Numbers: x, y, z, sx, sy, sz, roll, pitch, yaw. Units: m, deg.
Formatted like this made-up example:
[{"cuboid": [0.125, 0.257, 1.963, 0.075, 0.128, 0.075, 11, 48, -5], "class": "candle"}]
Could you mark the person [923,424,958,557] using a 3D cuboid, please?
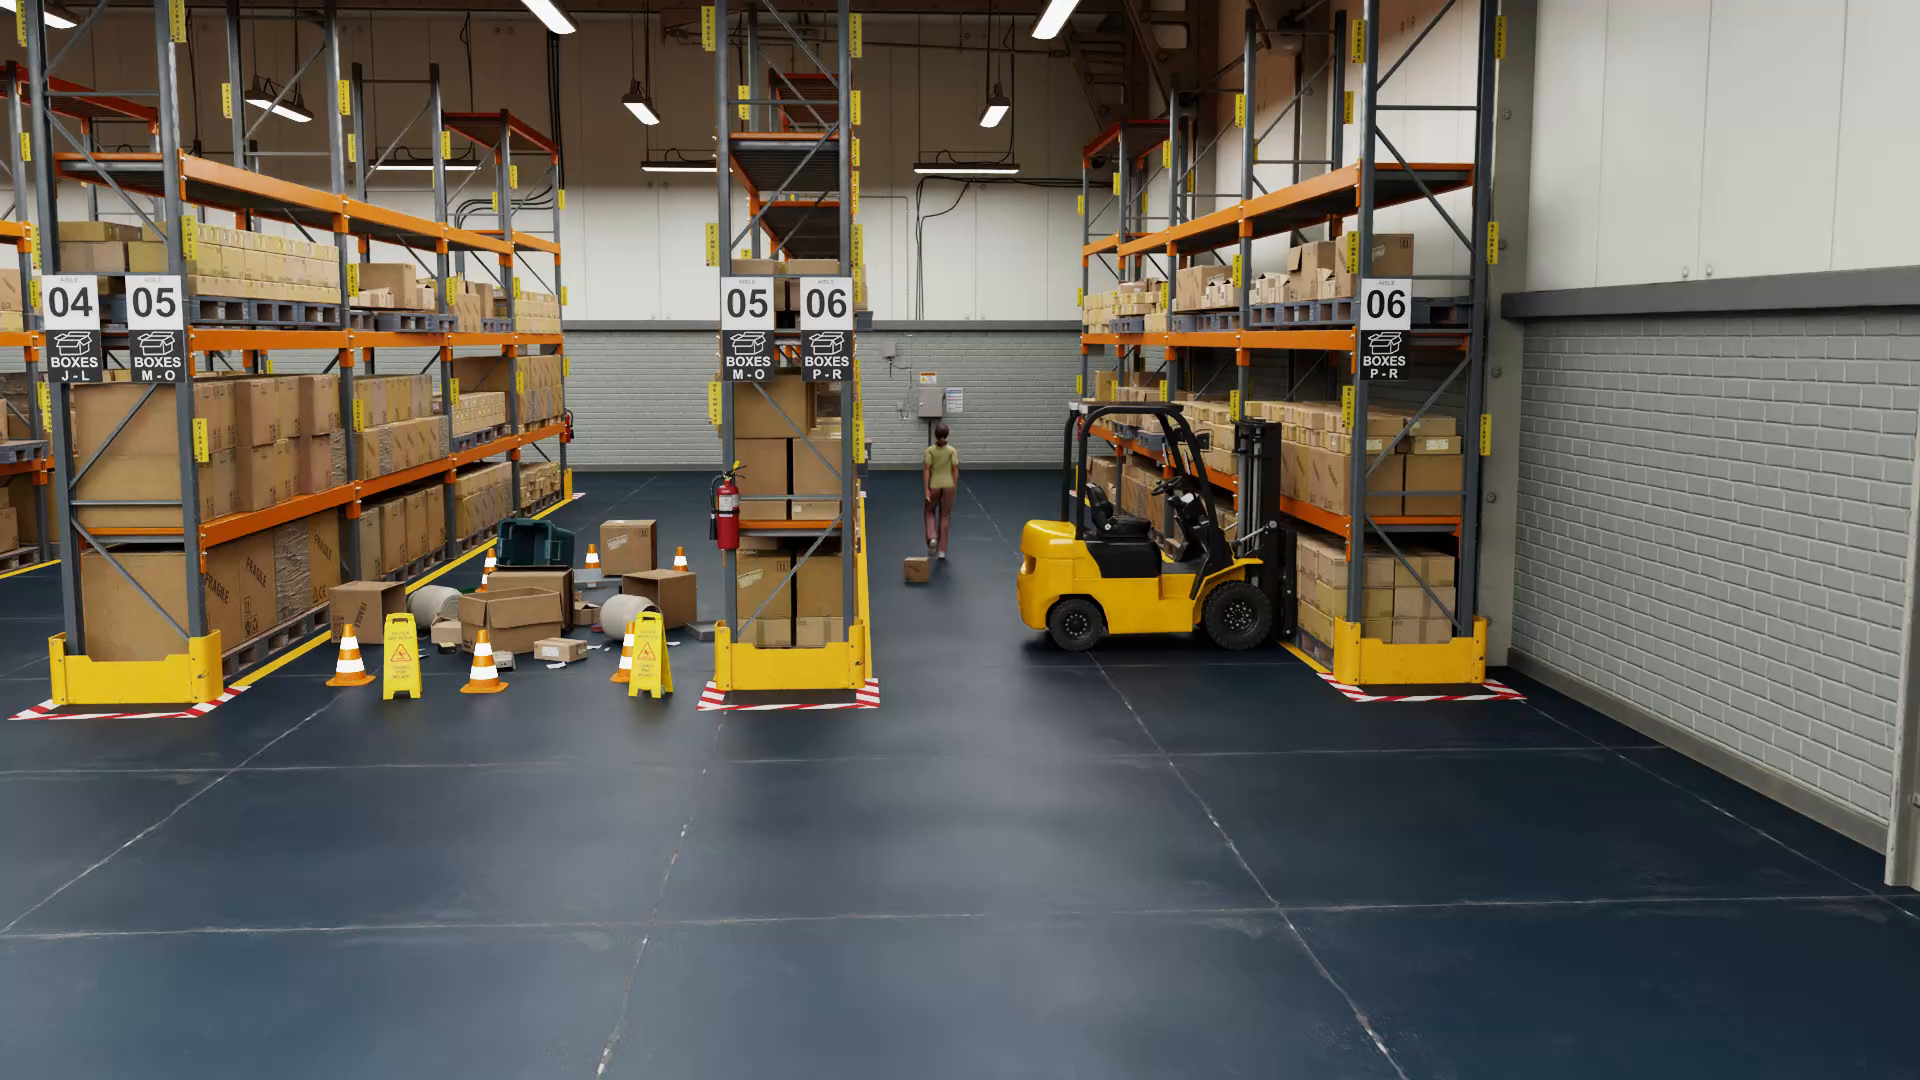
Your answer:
[{"cuboid": [-0.243, -0.614, 20.721, 0.441, 1.676, 0.465, 0, 7, -2], "class": "person"}]
